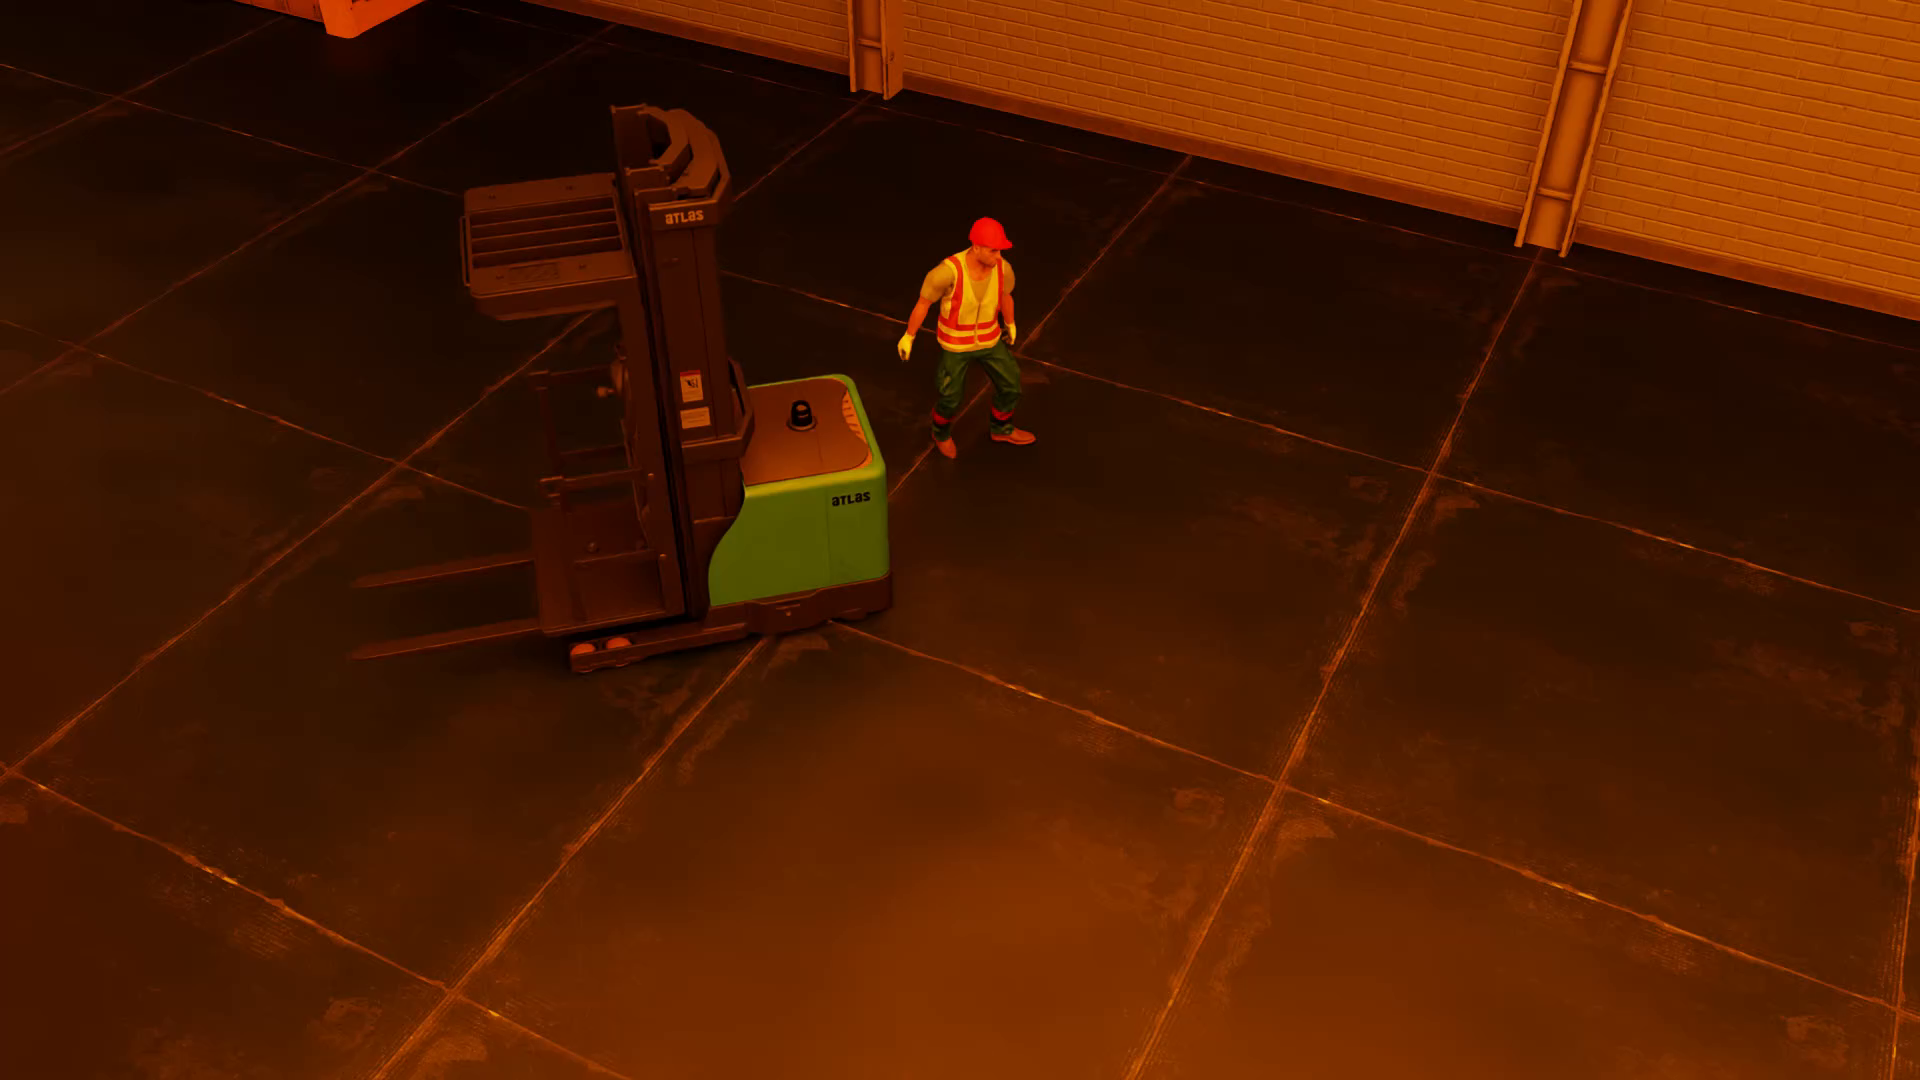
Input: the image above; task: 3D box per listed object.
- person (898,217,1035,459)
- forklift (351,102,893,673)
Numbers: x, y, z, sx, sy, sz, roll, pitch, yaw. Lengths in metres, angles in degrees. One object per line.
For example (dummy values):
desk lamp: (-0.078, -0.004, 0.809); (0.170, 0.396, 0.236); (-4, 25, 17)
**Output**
person: (0.057, -1.250, 10.425); (0.887, 1.750, 0.464); (-13, 42, -14)
forklift: (-1.966, -0.752, 8.879); (3.031, 2.935, 1.130); (-10, 41, -11)
